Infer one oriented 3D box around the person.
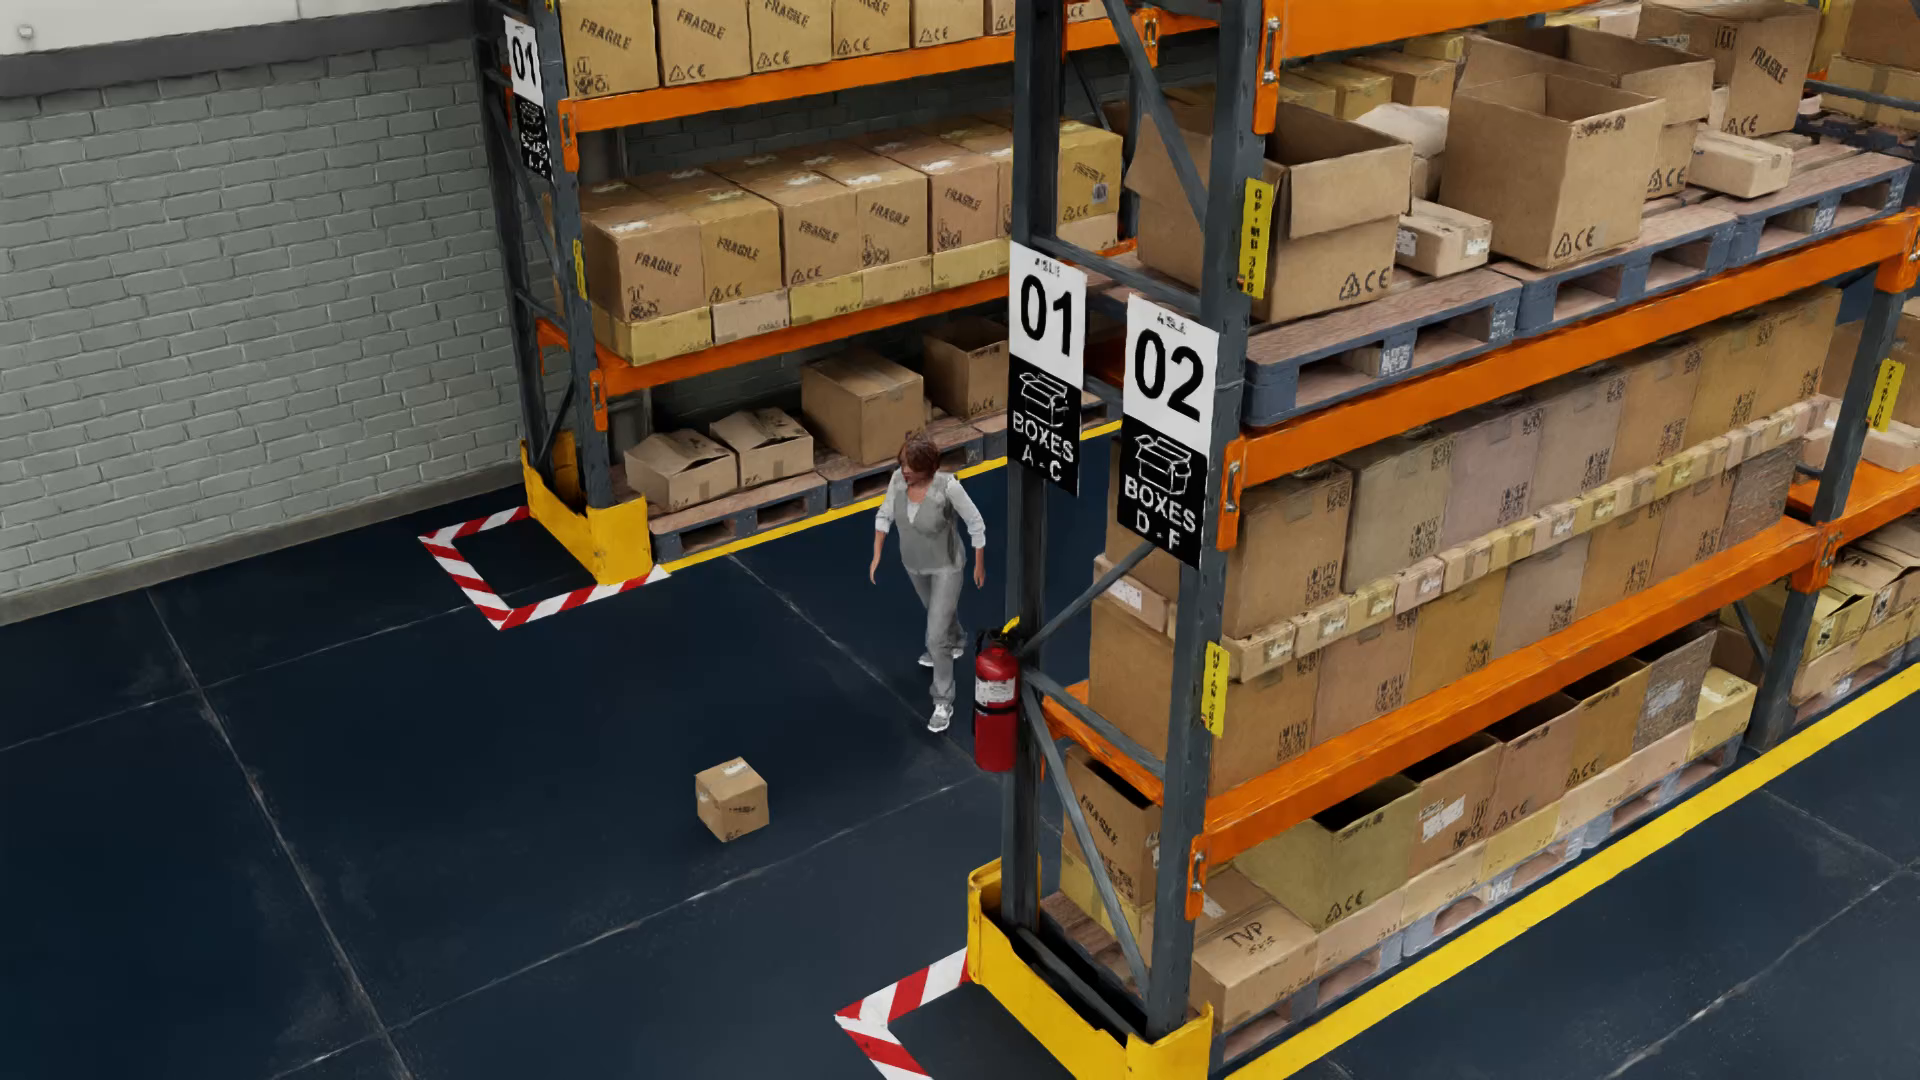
[{"bbox_3d":[-0.121,0.127,8.434,0.566,1.540,0.751,20,35,32],"label":"person"}]
